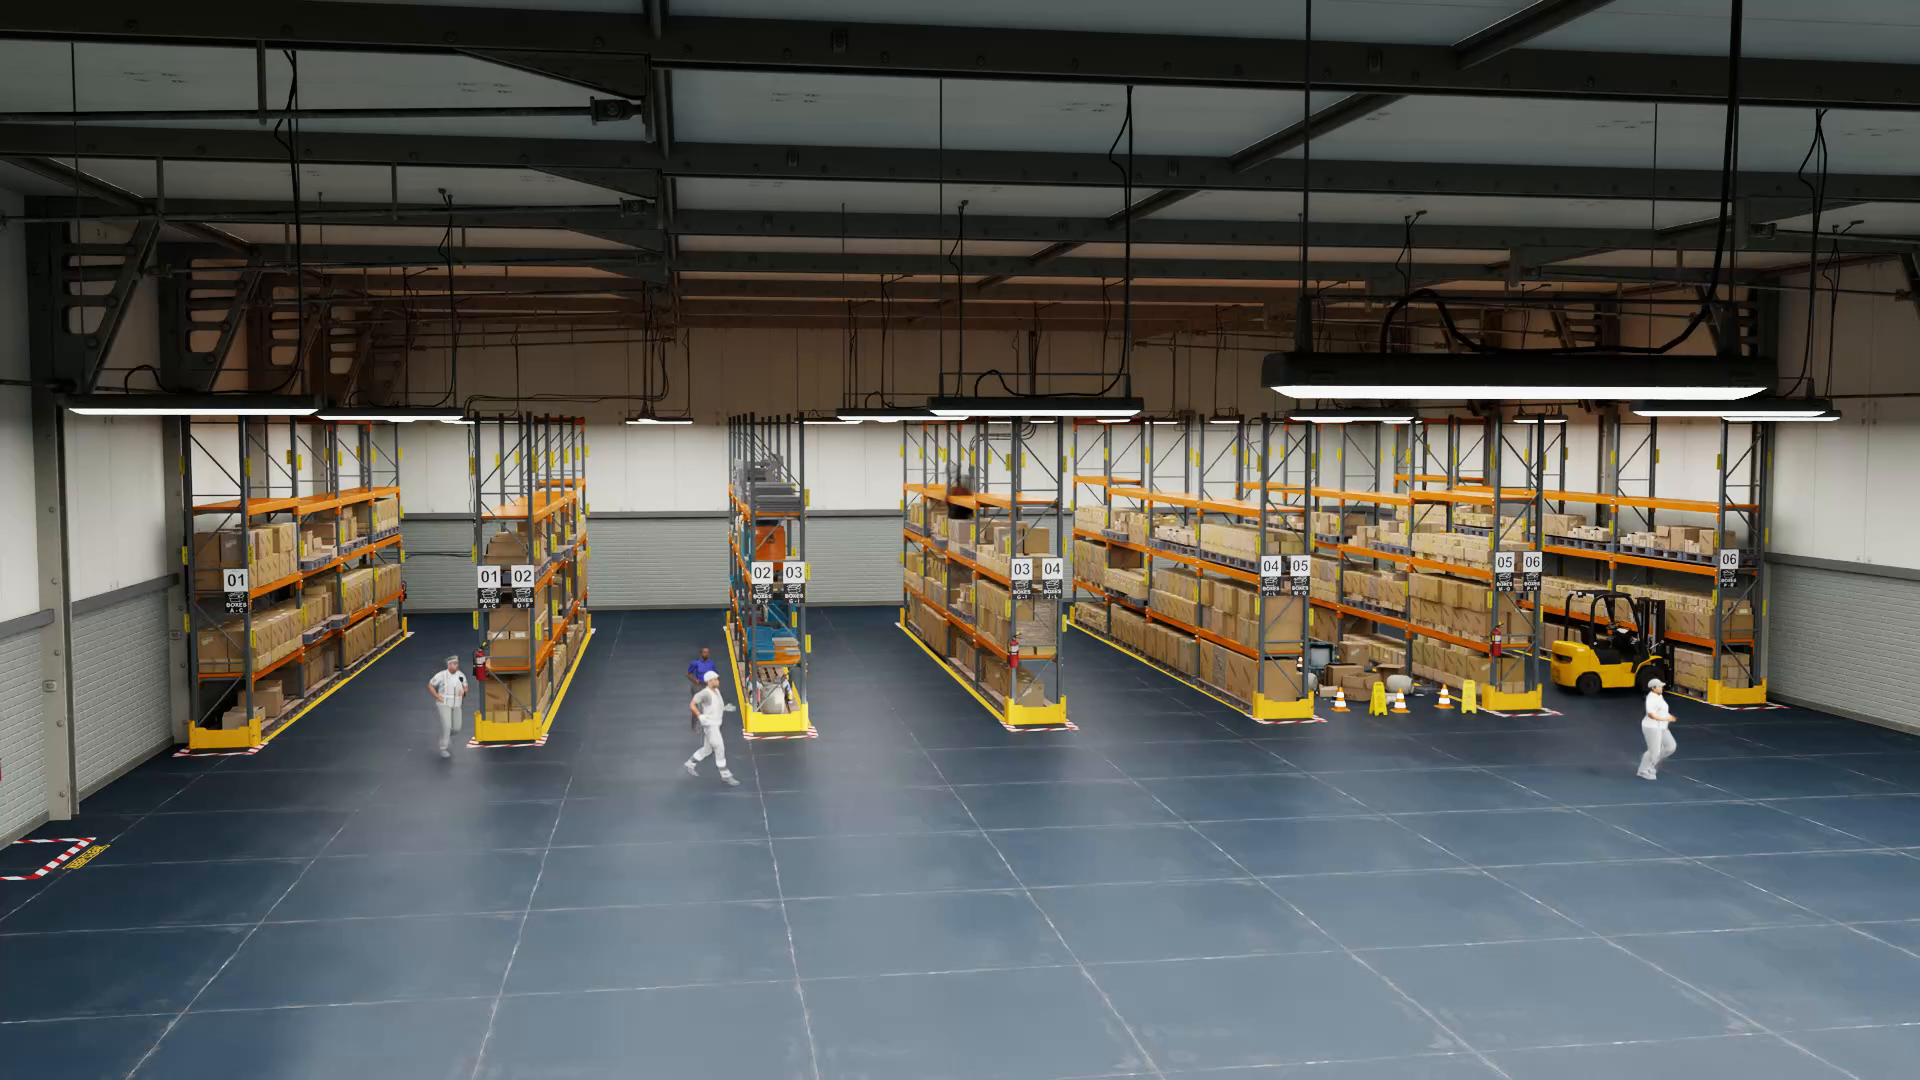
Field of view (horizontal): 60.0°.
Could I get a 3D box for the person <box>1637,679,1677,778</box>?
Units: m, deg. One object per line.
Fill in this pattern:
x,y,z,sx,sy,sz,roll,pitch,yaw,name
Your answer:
11.340,3.064,27.013,0.593,1.629,0.590,3,5,39,person

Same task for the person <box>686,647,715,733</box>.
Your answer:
-4.853,2.811,31.294,0.604,1.606,0.591,-2,4,-28,person

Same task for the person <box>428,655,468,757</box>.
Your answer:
-8.973,2.897,29.274,0.694,1.739,0.803,-4,5,-43,person

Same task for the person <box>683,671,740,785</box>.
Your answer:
-3.992,2.997,26.660,0.979,1.807,0.651,1,4,9,person
